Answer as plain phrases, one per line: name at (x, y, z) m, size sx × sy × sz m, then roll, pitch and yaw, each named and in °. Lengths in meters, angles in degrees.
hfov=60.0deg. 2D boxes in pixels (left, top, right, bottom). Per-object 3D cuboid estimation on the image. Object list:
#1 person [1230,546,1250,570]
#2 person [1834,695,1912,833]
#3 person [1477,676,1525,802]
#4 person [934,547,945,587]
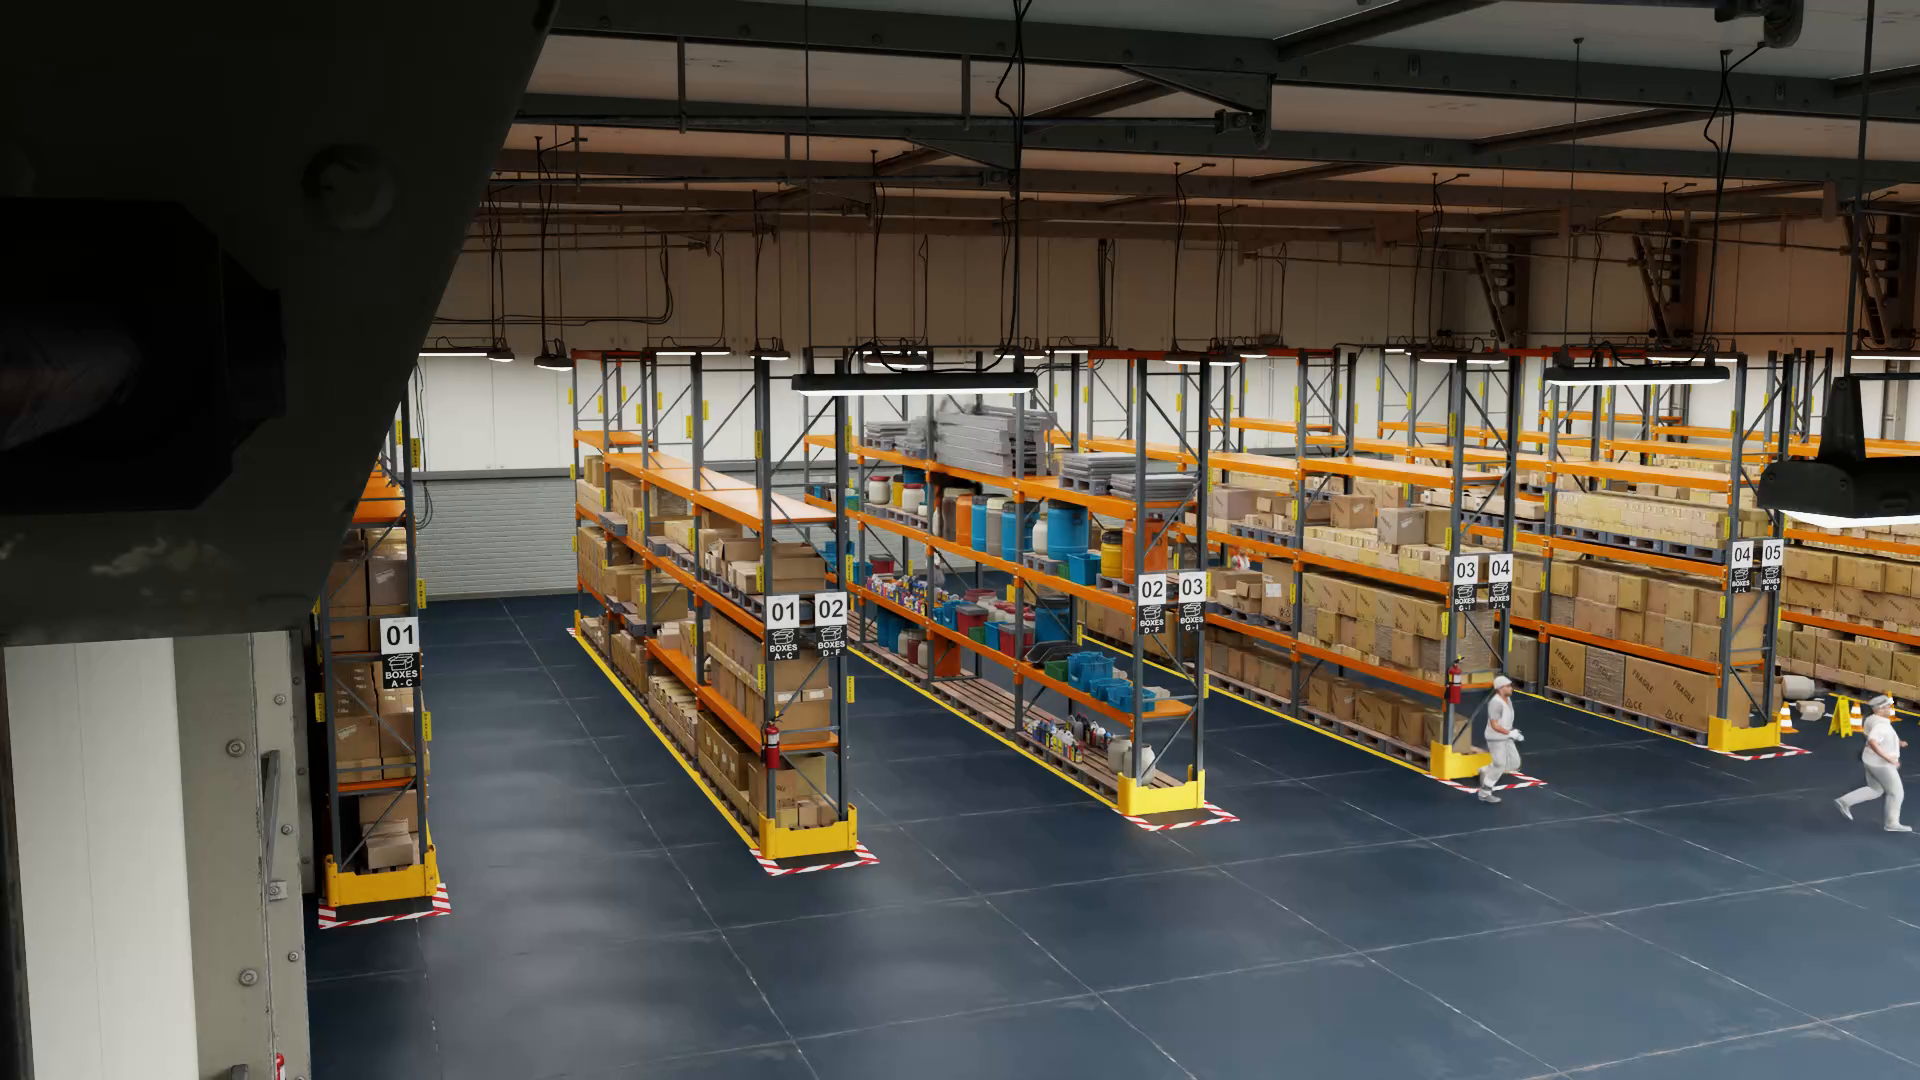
person at (6.140, 0.938, 36.362) m, size 0.656 × 1.772 × 0.879 m, roll -4°, pitch 8°, yaw -26°
person at (11.687, 2.832, 21.174) m, size 0.886 × 1.751 × 0.676 m, roll 1°, pitch 7°, yaw 11°
person at (7.322, 2.685, 22.455) m, size 0.661 × 1.739 × 0.690 m, roll 5°, pitch 9°, yaw 35°
person at (-0.601, 0.623, 39.409) m, size 0.555 × 1.661 × 0.578 m, roll -2°, pitch 7°, yaw -13°
